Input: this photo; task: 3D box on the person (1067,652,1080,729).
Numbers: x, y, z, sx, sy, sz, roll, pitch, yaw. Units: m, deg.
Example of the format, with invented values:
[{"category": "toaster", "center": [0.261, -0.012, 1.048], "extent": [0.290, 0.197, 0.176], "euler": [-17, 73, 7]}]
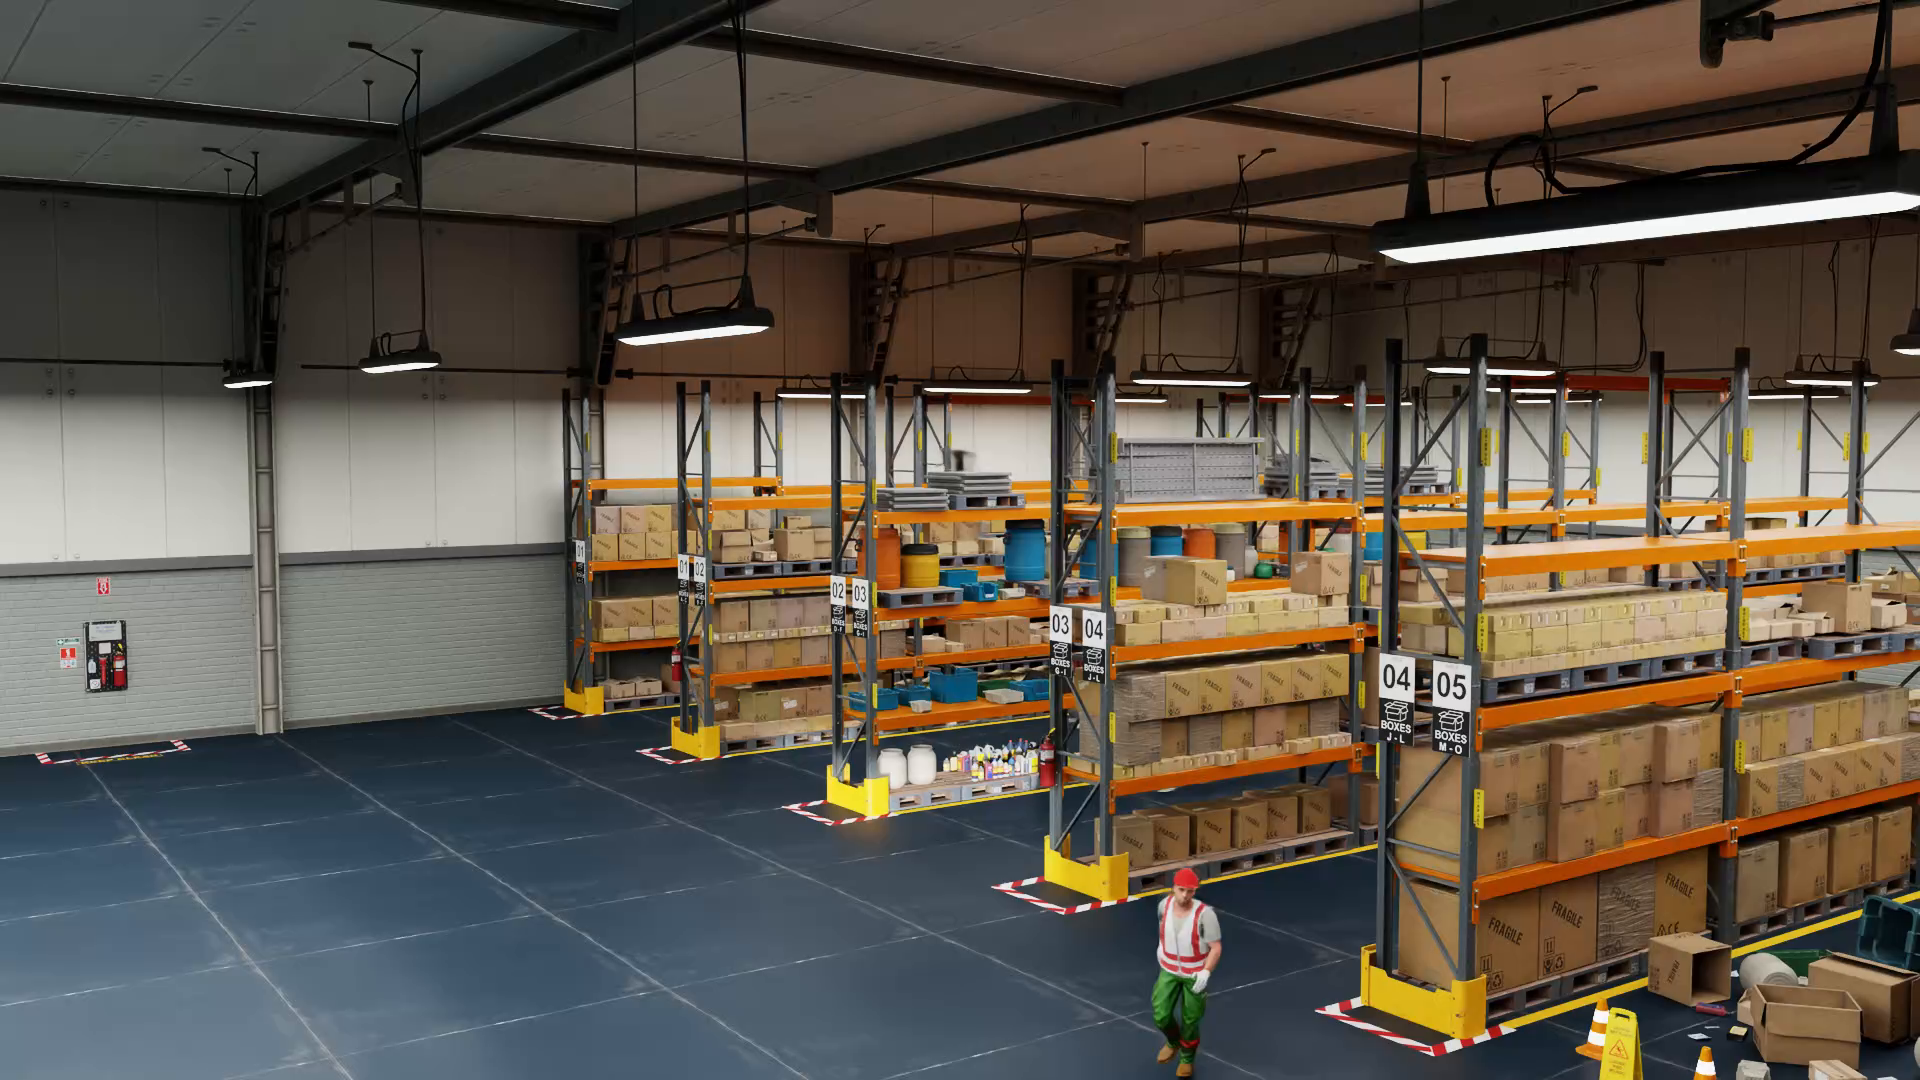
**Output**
[{"category": "person", "center": [1.963, 2.496, 28.889], "extent": [0.617, 1.623, 0.580], "euler": [-2, 4, -29]}]

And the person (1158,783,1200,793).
[{"category": "person", "center": [3.311, 2.856, 23.831], "extent": [0.805, 1.561, 0.574], "euler": [-2, 4, -29]}]

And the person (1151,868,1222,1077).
[{"category": "person", "center": [1.770, 3.442, 13.178], "extent": [0.651, 1.742, 0.813], "euler": [2, 4, 24]}]
